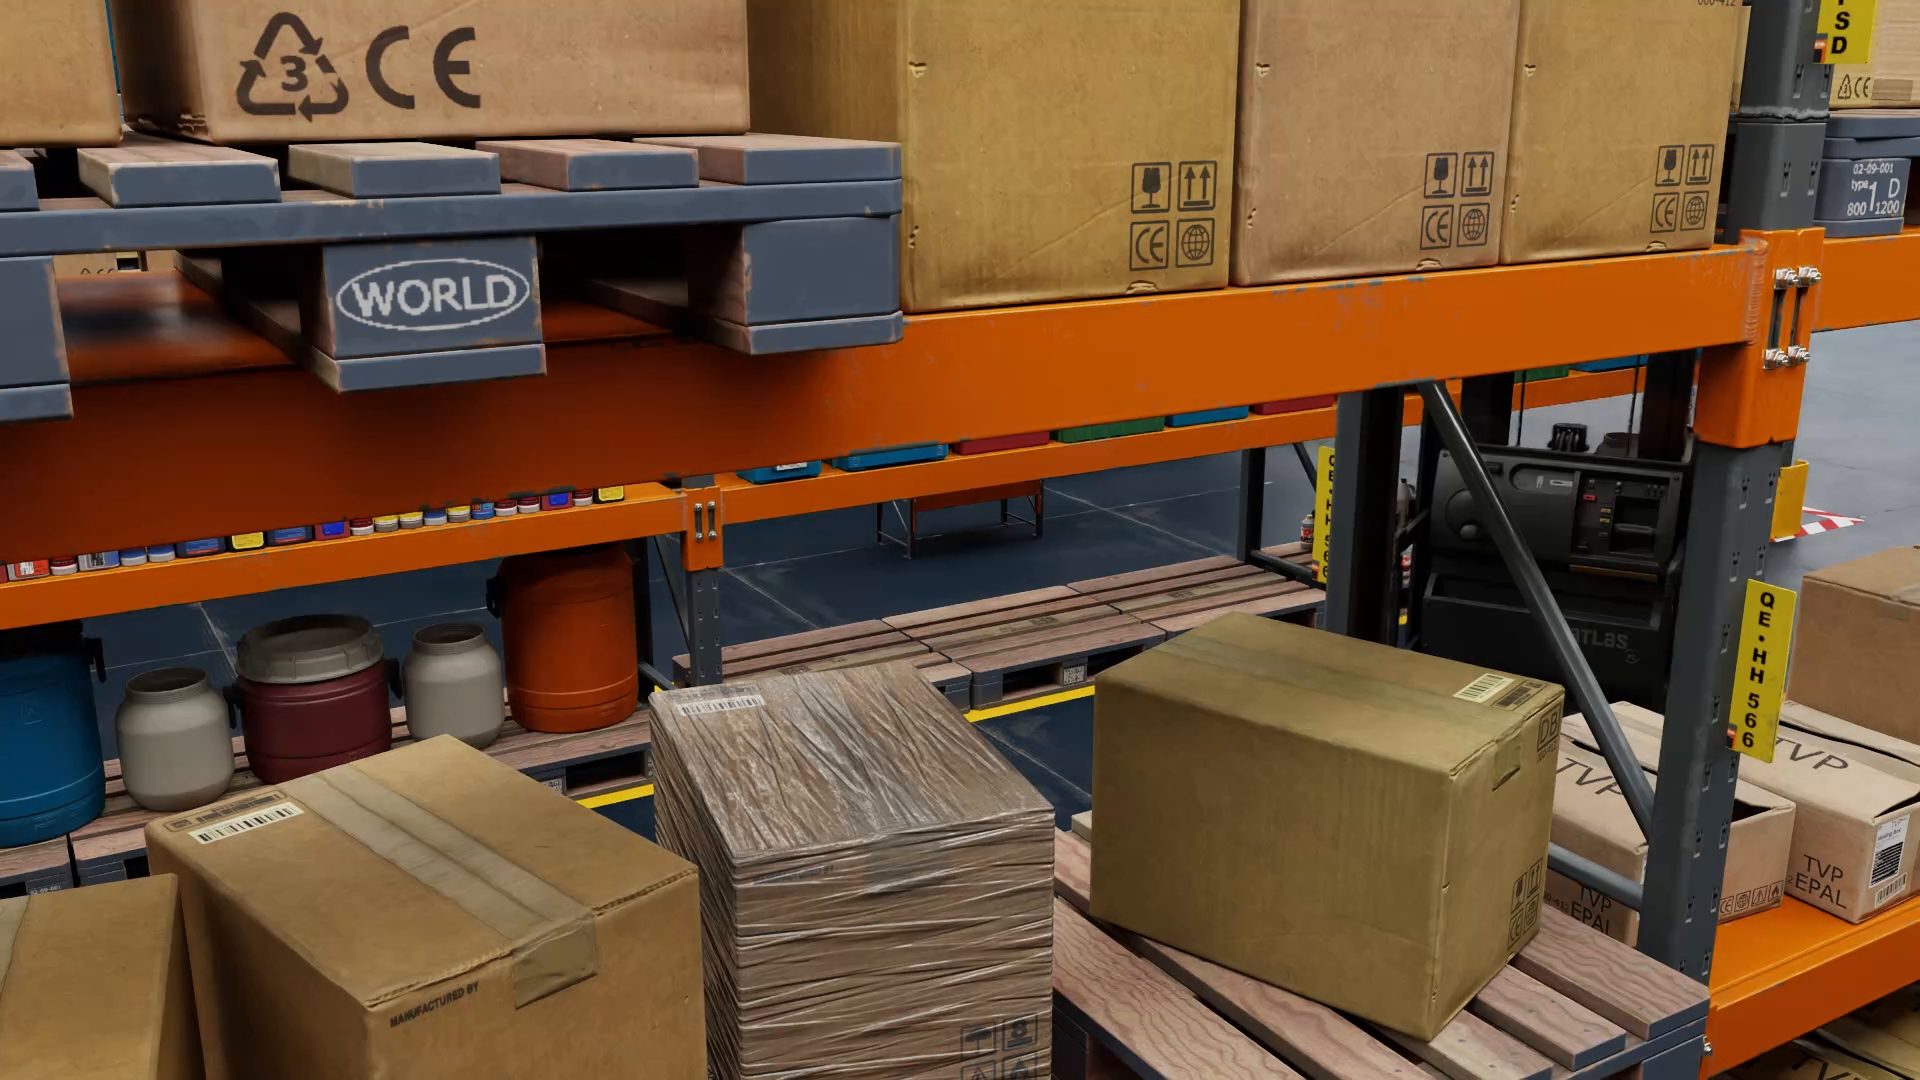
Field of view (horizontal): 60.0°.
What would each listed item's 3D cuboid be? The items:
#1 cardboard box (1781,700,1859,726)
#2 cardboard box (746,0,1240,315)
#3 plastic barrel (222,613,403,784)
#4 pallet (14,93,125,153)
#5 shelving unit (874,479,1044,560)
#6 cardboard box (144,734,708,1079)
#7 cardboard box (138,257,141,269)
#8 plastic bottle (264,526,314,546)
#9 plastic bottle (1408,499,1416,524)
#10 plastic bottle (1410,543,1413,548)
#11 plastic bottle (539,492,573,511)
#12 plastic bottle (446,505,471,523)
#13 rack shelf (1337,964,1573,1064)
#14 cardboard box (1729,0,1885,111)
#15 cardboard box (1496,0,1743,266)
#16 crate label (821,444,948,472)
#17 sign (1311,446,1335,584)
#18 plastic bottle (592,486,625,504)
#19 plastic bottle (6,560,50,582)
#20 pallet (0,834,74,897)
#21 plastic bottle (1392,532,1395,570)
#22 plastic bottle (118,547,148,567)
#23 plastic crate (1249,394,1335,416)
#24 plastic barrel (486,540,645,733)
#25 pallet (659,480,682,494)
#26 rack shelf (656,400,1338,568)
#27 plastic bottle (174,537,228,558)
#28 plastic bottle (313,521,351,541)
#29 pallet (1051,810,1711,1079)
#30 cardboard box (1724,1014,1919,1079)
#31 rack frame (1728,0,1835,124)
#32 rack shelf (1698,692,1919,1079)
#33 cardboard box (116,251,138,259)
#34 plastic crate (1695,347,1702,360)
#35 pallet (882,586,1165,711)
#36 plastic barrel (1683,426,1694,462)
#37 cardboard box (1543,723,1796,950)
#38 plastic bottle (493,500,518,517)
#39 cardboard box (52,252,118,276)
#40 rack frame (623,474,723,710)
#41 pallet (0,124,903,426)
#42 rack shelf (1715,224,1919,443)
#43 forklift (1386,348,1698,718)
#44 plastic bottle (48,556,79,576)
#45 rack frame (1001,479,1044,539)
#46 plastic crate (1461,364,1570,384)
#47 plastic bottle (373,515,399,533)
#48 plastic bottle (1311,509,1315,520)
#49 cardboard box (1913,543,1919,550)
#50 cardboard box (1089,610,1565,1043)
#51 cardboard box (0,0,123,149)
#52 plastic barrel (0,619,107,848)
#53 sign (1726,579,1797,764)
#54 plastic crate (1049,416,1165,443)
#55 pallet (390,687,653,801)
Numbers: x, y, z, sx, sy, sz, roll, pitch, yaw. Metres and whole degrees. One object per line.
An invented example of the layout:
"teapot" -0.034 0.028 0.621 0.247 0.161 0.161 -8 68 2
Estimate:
"cardboard box" 2.221 0.563 4.309 0.250 0.149 0.380 -8 17 -26
"cardboard box" -0.083 -0.648 2.423 0.500 0.500 0.910 -9 18 -30
"plastic barrel" -2.770 0.674 7.139 0.708 0.588 0.600 -9 18 -30
"pallet" -3.227 -1.601 6.358 1.213 0.211 1.003 -9 18 -30
"shelving unit" -0.006 -0.541 11.255 1.048 1.125 0.538 -9 18 -30
"cardboard box" -0.789 0.678 2.470 0.700 0.500 0.500 15 21 42
"cardboard box" -9.680 -3.055 19.910 0.875 0.875 0.875 -9 18 -30
"plastic bottle" -2.656 -0.164 6.529 0.185 0.351 0.144 -9 18 -30
"plastic bottle" 2.958 -0.182 10.718 0.133 0.283 0.061 -9 18 -30
"plastic bottle" 2.711 0.094 9.885 0.097 0.201 0.097 0 16 0
"plastic bottle" -1.716 -0.271 7.035 0.133 0.283 0.061 -9 18 -30
"plastic bottle" -2.074 -0.179 6.859 0.097 0.201 0.097 0 16 0
"rack shelf" -0.558 1.257 2.702 4.000 0.370 1.077 -9 18 -30
"cardboard box" 1.517 -1.018 3.426 0.500 0.250 0.500 -11 19 -34
"cardboard box" 0.800 -0.792 2.934 0.500 0.500 0.910 -9 18 -30
"crate label" -0.400 -0.607 7.951 0.616 0.435 0.502 -9 18 -30
"sign" 0.868 -0.053 3.896 0.005 0.325 0.100 -9 18 -30
"plastic bottle" -1.518 -0.303 7.150 0.133 0.283 0.061 -9 18 -30
"plastic bottle" -3.433 -0.003 6.094 0.135 0.276 0.152 -9 18 -30
"pallet" -4.137 1.287 6.428 1.213 0.211 1.003 -9 18 -30
"plastic bottle" 2.537 0.089 9.775 0.097 0.271 0.097 0 16 0
"plastic bottle" -3.121 -0.043 6.244 0.097 0.271 0.097 0 16 0
"plastic crate" 1.780 -0.963 9.169 0.583 0.464 0.402 -9 18 -30
"plastic barrel" -1.802 0.401 7.666 0.708 0.830 0.600 -9 18 -30
"pallet" -2.227 -0.594 13.138 1.213 0.211 1.003 -9 18 -30
"rack shelf" 0.323 -0.446 8.775 4.000 0.370 1.077 -9 18 -30
"plastic bottle" -2.928 -0.120 6.371 0.185 0.351 0.144 -9 18 -30
"plastic bottle" -2.498 -0.144 6.583 0.133 0.283 0.061 -9 18 -30
"pallet" 0.612 0.835 3.228 1.003 0.211 1.213 -9 18 -30
"cardboard box" 2.203 1.404 4.120 0.500 0.311 0.500 -10 18 -31
"rack frame" 1.157 -2.256 2.787 0.127 3.000 1.000 -9 18 -30
"rack shelf" 2.871 0.701 4.685 4.000 0.370 1.077 -9 18 -30
"cardboard box" -7.475 -2.586 14.767 0.250 0.149 0.380 -10 19 -32
"plastic crate" 4.632 -1.327 10.861 0.408 0.251 0.499 -9 18 -30
"pallet" 0.338 0.561 9.016 1.213 0.211 1.003 -9 18 -30
"plastic barrel" 4.942 -0.521 11.543 0.421 0.512 0.421 0 16 0
"cardboard box" 1.491 0.635 3.753 0.500 0.311 0.500 -8 18 -26
"plastic bottle" -1.908 -0.206 6.956 0.097 0.201 0.097 0 16 0
"cardboard box" -5.708 -1.909 10.618 0.637 0.503 0.797 -9 18 -28
"rack frame" -1.391 -0.514 7.686 0.127 3.000 1.000 -9 18 -30
"pallet" -0.789 -0.385 2.015 1.003 0.211 1.213 -9 18 -30
"rack shelf" 2.871 -0.744 4.280 4.000 0.370 1.077 -9 18 -30
"forklift" 2.277 -0.136 6.465 1.130 2.935 3.031 8 18 27
"plastic bottle" -3.320 0.023 6.139 0.097 0.201 0.097 0 16 0
"rack frame" 0.430 -0.611 11.507 0.032 1.125 0.500 -9 18 -30
"plastic crate" 3.347 -1.091 10.139 0.662 0.188 0.450 -9 18 -30
"plastic bottle" -2.325 -0.138 6.714 0.097 0.201 0.097 0 16 0
"plastic bottle" 2.280 -0.117 10.488 0.133 0.283 0.061 -8 18 -27
"cardboard box" 3.038 0.274 4.689 0.500 0.500 0.500 -9 18 -30
"cardboard box" 0.675 0.496 3.121 0.700 0.500 0.500 13 20 38
"cardboard box" -1.241 -0.705 1.663 0.600 0.600 0.600 -9 18 -30
"plastic barrel" -3.738 0.680 6.536 0.708 0.901 0.600 -9 18 -30
"sign" 1.444 0.237 3.007 0.005 0.325 0.100 -9 18 -30
"plastic crate" 0.690 -0.661 8.602 0.662 0.188 0.450 -9 18 -30
"pallet" -2.045 0.948 7.638 1.213 0.211 1.003 -9 18 -30
